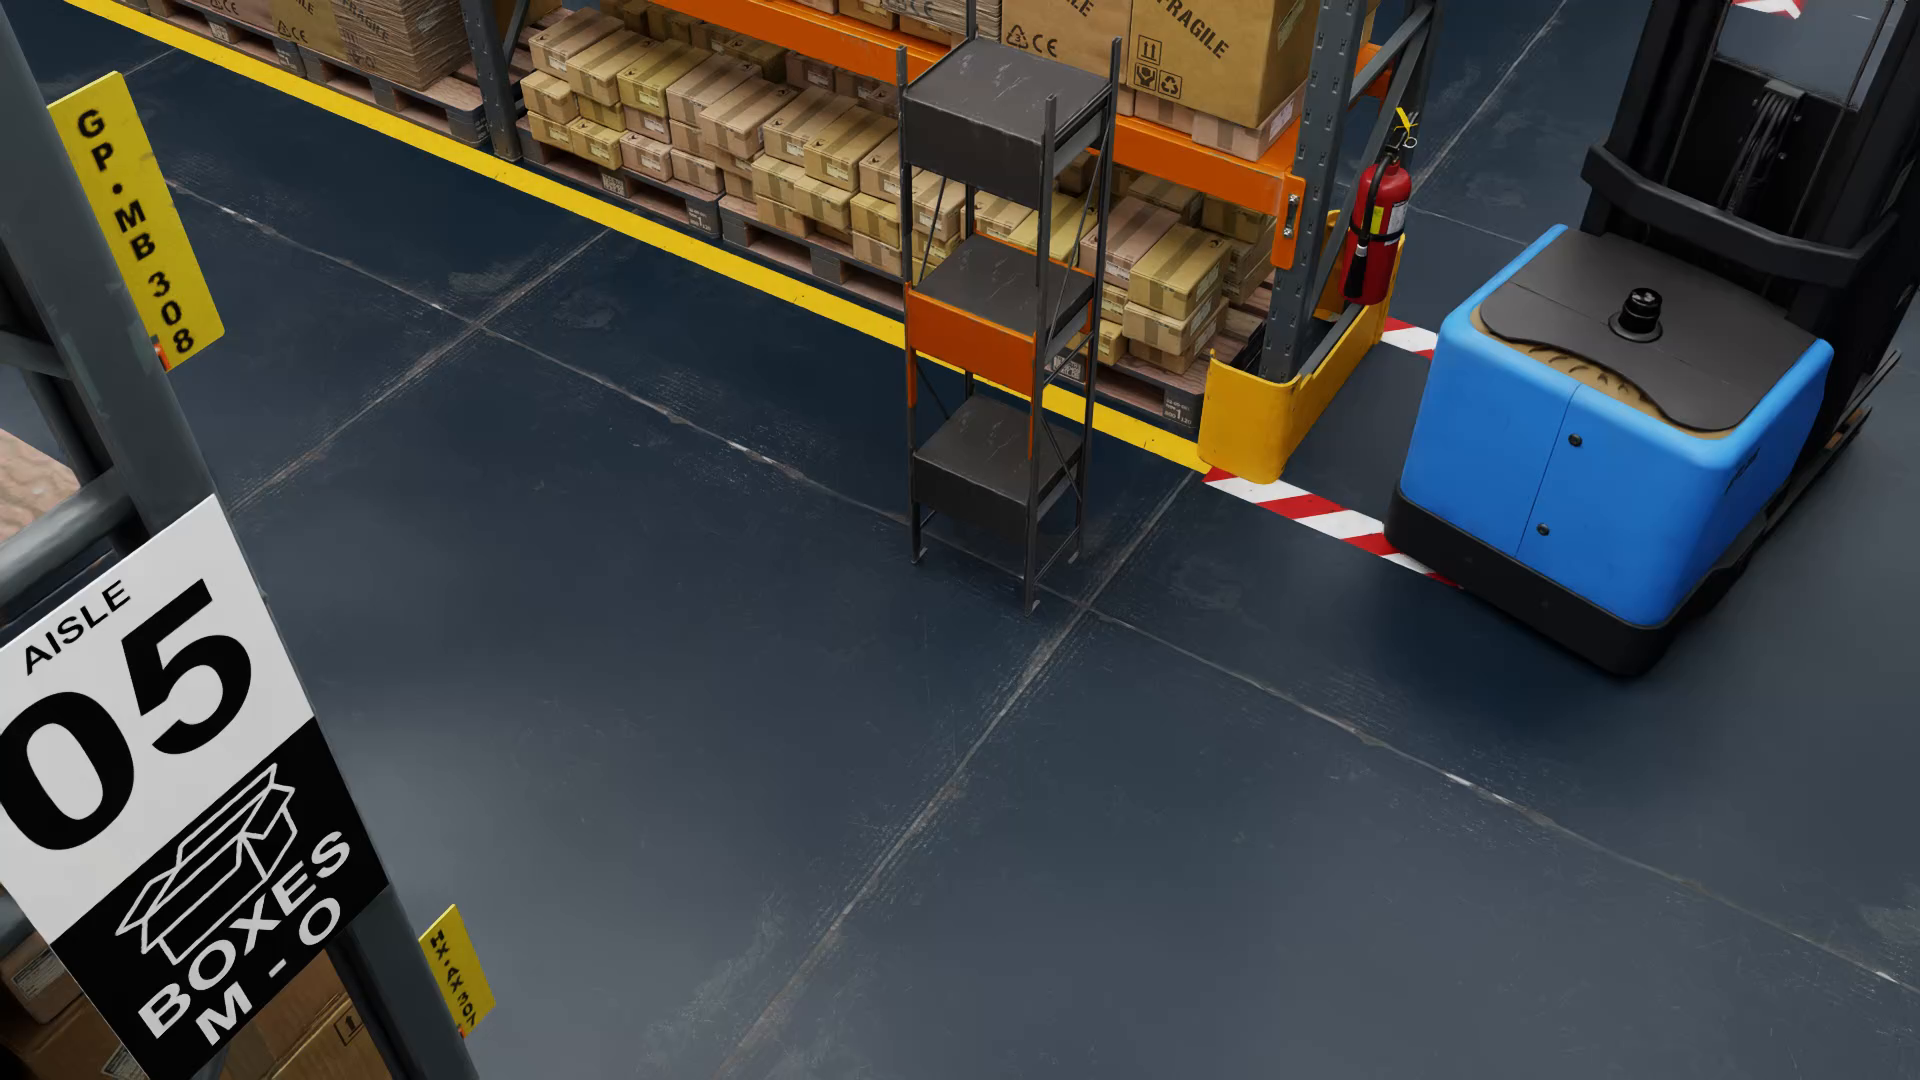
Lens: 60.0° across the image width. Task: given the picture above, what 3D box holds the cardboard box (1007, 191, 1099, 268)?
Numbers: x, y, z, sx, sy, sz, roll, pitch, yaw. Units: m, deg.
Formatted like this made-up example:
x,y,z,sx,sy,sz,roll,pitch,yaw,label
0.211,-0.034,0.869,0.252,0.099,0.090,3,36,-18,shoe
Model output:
x,y,z,sx,sy,sz,roll,pitch,yaw,label
0.386,-1.199,6.604,0.250,0.149,0.380,24,50,21,cardboard box

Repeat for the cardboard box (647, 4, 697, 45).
x,y,z,sx,sy,sz,roll,pitch,yaw,label
-1.255,-2.485,7.853,0.250,0.149,0.380,25,51,23,cardboard box

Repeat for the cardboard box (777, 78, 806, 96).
x,y,z,sx,sy,sz,roll,pitch,yaw,label
-0.642,-2.073,7.661,0.250,0.149,0.380,26,51,23,cardboard box

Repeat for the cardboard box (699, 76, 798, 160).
x,y,z,sx,sy,sz,roll,pitch,yaw,label
-0.912,-1.836,7.223,0.250,0.149,0.380,26,51,23,cardboard box

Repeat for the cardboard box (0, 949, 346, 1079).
x,y,z,sx,sy,sz,roll,pitch,yaw,label
-1.402,0.655,2.755,0.500,0.500,0.500,24,50,21,cardboard box

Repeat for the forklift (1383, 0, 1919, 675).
x,y,z,sx,sy,sz,roll,pitch,yaw,label
2.948,-1.524,5.687,1.130,2.935,3.031,34,55,28,forklift

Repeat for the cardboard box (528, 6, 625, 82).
x,y,z,sx,sy,sz,roll,pitch,yaw,label
-1.753,-2.282,7.656,0.250,0.149,0.380,27,51,24,cardboard box

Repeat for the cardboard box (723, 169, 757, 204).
x,y,z,sx,sy,sz,roll,pitch,yaw,label
-0.851,-1.679,7.485,0.250,0.149,0.380,23,50,21,cardboard box

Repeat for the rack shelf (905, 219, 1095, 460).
x,y,z,sx,sy,sz,roll,pitch,yaw,label
0.139,-0.658,5.444,0.480,0.518,0.431,25,51,22,rack shelf

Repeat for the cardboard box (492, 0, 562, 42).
x,y,z,sx,sy,sz,roll,pitch,yaw,label
-2.410,-2.902,8.428,0.500,0.500,0.500,27,51,24,cardboard box

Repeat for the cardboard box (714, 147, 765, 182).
x,y,z,sx,sy,sz,roll,pitch,yaw,label
-0.868,-1.760,7.356,0.250,0.149,0.380,27,52,24,cardboard box

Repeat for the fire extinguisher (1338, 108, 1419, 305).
x,y,z,sx,sy,sz,roll,pitch,yaw,label
1.399,-1.099,5.540,0.183,0.674,0.296,25,51,22,fire extinguisher

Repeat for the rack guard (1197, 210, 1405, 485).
x,y,z,sx,sy,sz,roll,pitch,yaw,label
1.372,-0.790,6.669,0.348,0.500,1.175,25,51,22,rack guard

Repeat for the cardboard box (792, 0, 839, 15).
x,y,z,sx,sy,sz,roll,pitch,yaw,label
-0.484,-2.229,6.500,0.250,0.149,0.380,27,51,23,cardboard box

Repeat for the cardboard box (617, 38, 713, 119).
x,y,z,sx,sy,sz,roll,pitch,yaw,label
-1.314,-2.071,7.451,0.250,0.149,0.380,24,50,22,cardboard box

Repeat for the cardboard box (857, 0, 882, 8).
x,y,z,sx,sy,sz,roll,pitch,yaw,label
-0.358,-2.381,6.195,0.500,0.500,0.500,27,52,24,cardboard box

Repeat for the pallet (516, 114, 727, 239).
x,y,z,sx,sy,sz,roll,pitch,yaw,label
-1.347,-1.970,8.017,1.213,0.211,1.003,25,51,22,pallet

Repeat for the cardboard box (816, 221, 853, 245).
x,y,z,sx,sy,sz,roll,pitch,yaw,label
-0.422,-1.465,7.277,0.250,0.149,0.380,26,51,23,cardboard box

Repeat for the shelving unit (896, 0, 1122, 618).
x,y,z,sx,sy,sz,roll,pitch,yaw,label
0.139,-0.668,5.435,0.503,2.100,0.431,25,51,22,shelving unit

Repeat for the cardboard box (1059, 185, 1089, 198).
x,y,z,sx,sy,sz,roll,pitch,yaw,label
0.522,-1.592,7.193,0.250,0.149,0.380,26,51,23,cardboard box

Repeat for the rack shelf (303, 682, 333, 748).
x,y,z,sx,sy,sz,roll,pitch,yaw,label
-2.835,-0.173,2.737,4.000,0.370,1.077,25,51,22,rack shelf

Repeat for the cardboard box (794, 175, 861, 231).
x,y,z,sx,sy,sz,roll,pitch,yaw,label
-0.496,-1.513,7.117,0.250,0.149,0.380,25,51,22,cardboard box

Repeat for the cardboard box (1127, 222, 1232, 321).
x,y,z,sx,sy,sz,roll,pitch,yaw,label
0.853,-1.044,6.453,0.250,0.149,0.380,25,51,23,cardboard box

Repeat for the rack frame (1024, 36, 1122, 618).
x,y,z,sx,sy,sz,roll,pitch,yaw,label
0.345,-0.573,5.343,0.015,2.100,0.400,25,51,22,rack frame

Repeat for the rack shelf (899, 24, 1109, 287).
x,y,z,sx,sy,sz,roll,pitch,yaw,label
0.139,-1.146,4.942,0.480,0.518,0.431,25,51,22,rack shelf

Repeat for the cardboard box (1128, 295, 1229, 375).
x,y,z,sx,sy,sz,roll,pitch,yaw,label
0.880,-0.862,6.691,0.250,0.149,0.380,26,51,23,cardboard box

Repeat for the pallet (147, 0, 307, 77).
x,y,z,sx,sy,sz,roll,pitch,yaw,label
-3.618,-2.981,8.999,1.213,0.211,1.003,25,51,22,pallet

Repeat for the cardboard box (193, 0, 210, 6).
x,y,z,sx,sy,sz,roll,pitch,yaw,label
-3.981,-3.188,8.706,0.500,0.500,0.500,23,50,21,cardboard box

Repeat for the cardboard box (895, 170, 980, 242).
x,y,z,sx,sy,sz,roll,pitch,yaw,label
-0.054,-1.408,6.807,0.250,0.149,0.380,27,51,23,cardboard box

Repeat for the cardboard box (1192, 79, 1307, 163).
x,y,z,sx,sy,sz,roll,pitch,yaw,label
1.009,-1.500,5.791,0.250,0.149,0.380,25,51,22,cardboard box

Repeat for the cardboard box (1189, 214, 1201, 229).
x,y,z,sx,sy,sz,roll,pitch,yaw,label
0.933,-1.386,6.993,0.250,0.149,0.380,24,51,22,cardboard box

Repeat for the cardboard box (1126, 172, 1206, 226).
x,y,z,sx,sy,sz,roll,pitch,yaw,label
0.881,-1.434,6.832,0.250,0.149,0.380,26,51,23,cardboard box

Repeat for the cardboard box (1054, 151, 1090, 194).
x,y,z,sx,sy,sz,roll,pitch,yaw,label
0.485,-1.655,7.047,0.250,0.149,0.380,22,50,20,cardboard box

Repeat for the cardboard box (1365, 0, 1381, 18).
x,y,z,sx,sy,sz,roll,pitch,yaw,label
1.207,-2.111,5.932,0.500,0.500,0.500,27,52,24,cardboard box

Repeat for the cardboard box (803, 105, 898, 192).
x,y,z,sx,sy,sz,roll,pitch,yaw,label
-0.451,-1.662,7.053,0.250,0.149,0.380,25,51,22,cardboard box

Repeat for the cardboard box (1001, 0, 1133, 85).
x,y,z,sx,sy,sz,roll,pitch,yaw,label
0.488,-1.991,5.816,0.500,0.500,0.500,24,50,22,cardboard box

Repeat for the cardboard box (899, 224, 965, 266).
x,y,z,sx,sy,sz,roll,pitch,yaw,label
-0.044,-1.313,6.922,0.250,0.149,0.380,25,51,23,cardboard box

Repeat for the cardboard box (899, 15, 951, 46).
x,y,z,sx,sy,sz,roll,pitch,yaw,label
-0.028,-2.052,6.327,0.250,0.149,0.380,23,50,21,cardboard box

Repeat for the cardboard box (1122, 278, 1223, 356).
x,y,z,sx,sy,sz,roll,pitch,yaw,label
0.837,-0.920,6.540,0.250,0.149,0.380,23,50,21,cardboard box

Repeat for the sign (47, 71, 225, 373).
x,y,z,sx,sy,sz,roll,pitch,yaw,label
-0.847,-0.314,1.708,0.005,0.325,0.100,25,51,22,sign

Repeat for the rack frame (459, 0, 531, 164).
x,y,z,sx,sy,sz,roll,pitch,yaw,label
-1.931,-3.180,7.249,0.127,3.000,1.000,25,51,22,rack frame

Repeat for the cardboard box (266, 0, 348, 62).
x,y,z,sx,sy,sz,roll,pitch,yaw,label
-3.122,-2.789,8.319,0.500,0.500,0.500,24,50,21,cardboard box

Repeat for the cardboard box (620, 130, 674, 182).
x,y,z,sx,sy,sz,roll,pitch,yaw,label
-1.337,-1.830,7.632,0.250,0.149,0.380,24,51,22,cardboard box

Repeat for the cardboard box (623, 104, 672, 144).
x,y,z,sx,sy,sz,roll,pitch,yaw,label
-1.313,-1.987,7.577,0.250,0.149,0.380,24,51,22,cardboard box

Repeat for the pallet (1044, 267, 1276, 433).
x,y,z,sx,sy,sz,roll,pitch,yaw,label
0.707,-1.025,7.099,1.213,0.211,1.003,25,51,22,pallet

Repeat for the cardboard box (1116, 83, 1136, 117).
x,y,z,sx,sy,sz,roll,pitch,yaw,label
0.600,-1.707,5.992,0.250,0.149,0.380,24,51,22,cardboard box

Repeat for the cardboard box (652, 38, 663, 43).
x,y,z,sx,sy,sz,roll,pitch,yaw,label
-1.260,-2.409,7.987,0.250,0.149,0.380,22,50,20,cardboard box

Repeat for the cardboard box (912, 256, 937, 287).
x,y,z,sx,sy,sz,roll,pitch,yaw,label
-0.030,-1.204,7.023,0.250,0.149,0.380,23,50,20,cardboard box

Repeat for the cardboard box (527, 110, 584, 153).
x,y,z,sx,sy,sz,roll,pitch,yaw,label
-1.798,-1.998,7.795,0.250,0.149,0.380,23,50,20,cardboard box

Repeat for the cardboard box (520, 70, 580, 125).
x,y,z,sx,sy,sz,roll,pitch,yaw,label
-1.799,-2.103,7.690,0.250,0.149,0.380,27,52,24,cardboard box

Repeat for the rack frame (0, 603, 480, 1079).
x,y,z,sx,sy,sz,roll,pitch,yaw,label
-1.152,1.396,2.802,0.127,3.000,1.000,25,51,22,rack frame

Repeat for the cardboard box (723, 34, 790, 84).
x,y,z,sx,sy,sz,roll,pitch,yaw,label
-0.865,-2.245,7.620,0.250,0.149,0.380,26,51,23,cardboard box

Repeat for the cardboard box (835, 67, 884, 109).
x,y,z,sx,sy,sz,roll,pitch,yaw,label
-0.354,-2.099,7.479,0.250,0.149,0.380,23,50,21,cardboard box
